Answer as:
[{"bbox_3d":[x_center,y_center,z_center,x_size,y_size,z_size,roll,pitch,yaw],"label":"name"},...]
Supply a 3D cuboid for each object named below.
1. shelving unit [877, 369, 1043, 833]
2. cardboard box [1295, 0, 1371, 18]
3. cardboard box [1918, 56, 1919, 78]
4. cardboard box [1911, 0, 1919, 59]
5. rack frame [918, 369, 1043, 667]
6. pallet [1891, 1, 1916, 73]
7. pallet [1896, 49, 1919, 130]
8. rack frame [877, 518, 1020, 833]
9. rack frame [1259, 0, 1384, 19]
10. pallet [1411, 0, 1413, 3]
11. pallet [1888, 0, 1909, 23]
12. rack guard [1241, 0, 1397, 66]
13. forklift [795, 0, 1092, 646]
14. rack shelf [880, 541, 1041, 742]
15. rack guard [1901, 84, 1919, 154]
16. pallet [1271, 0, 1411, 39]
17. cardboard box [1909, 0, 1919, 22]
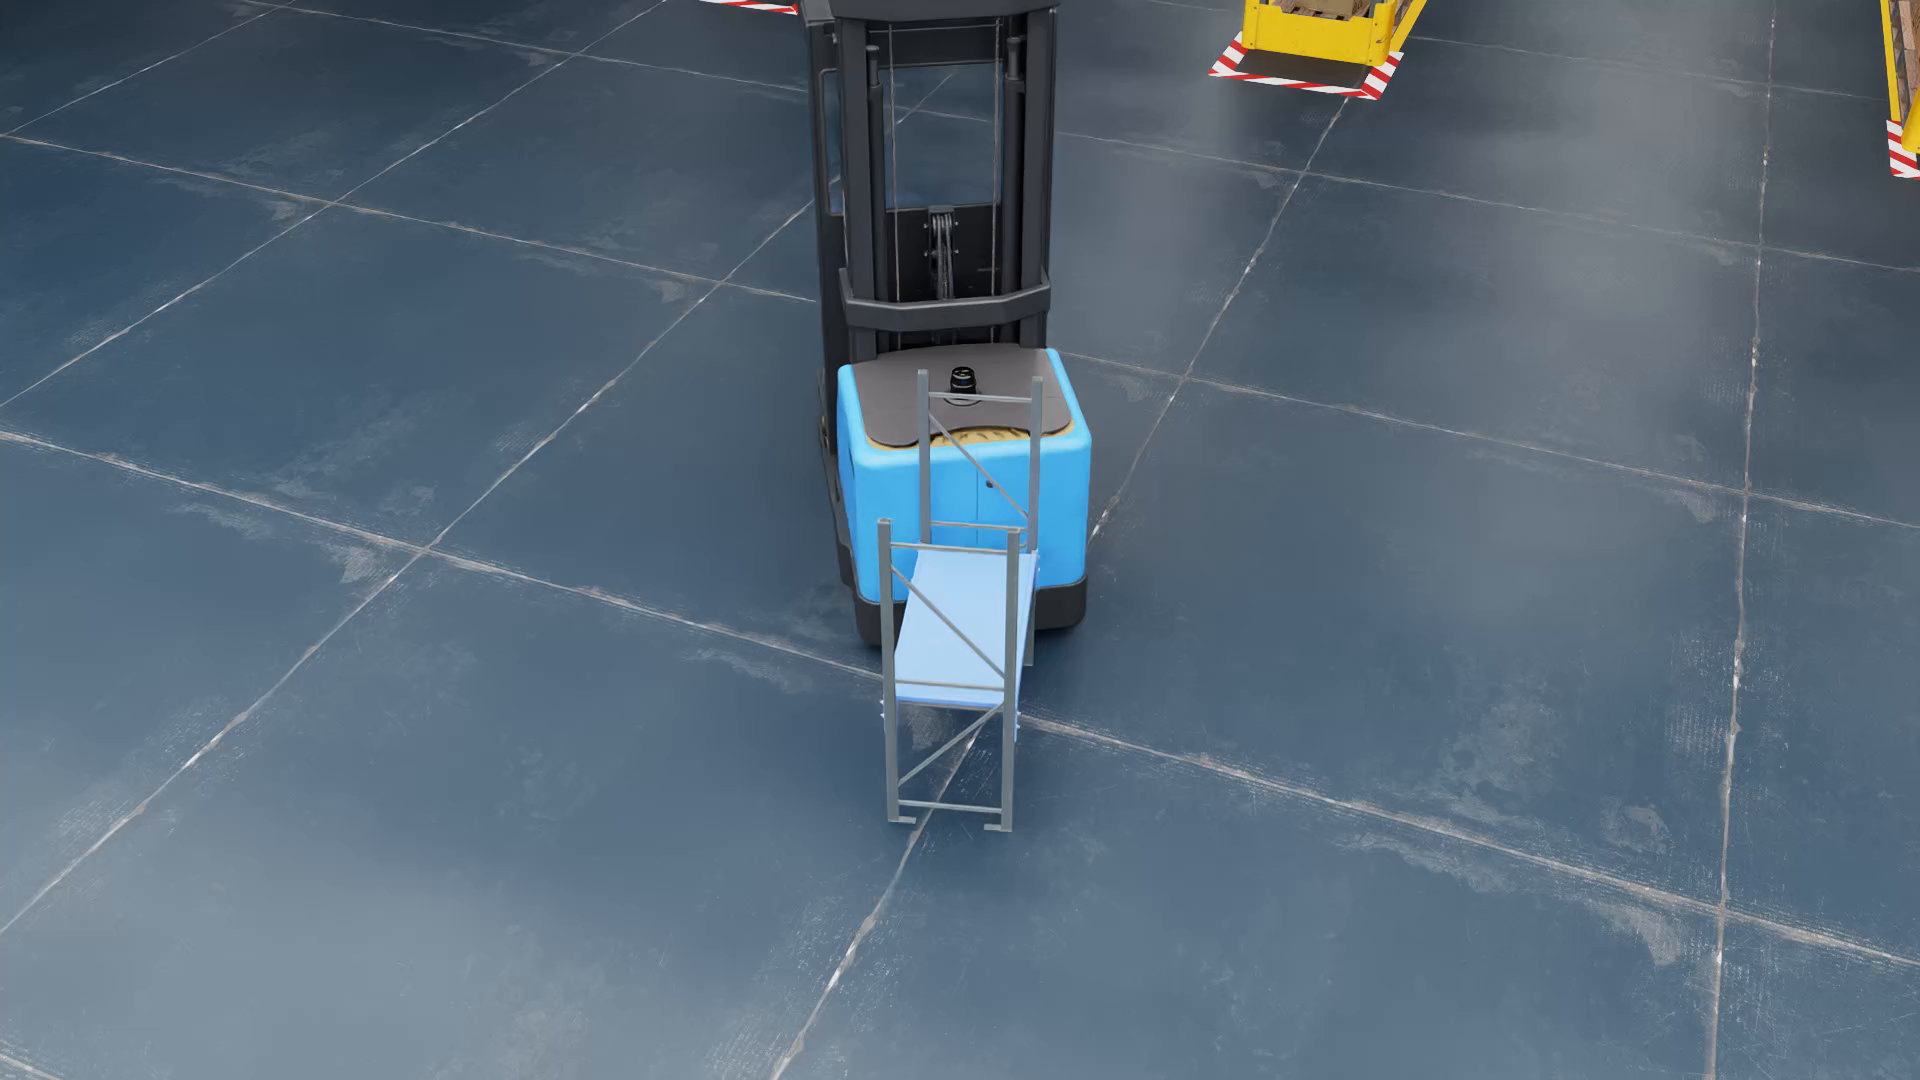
[{"bbox_3d":[0.021,0.247,6.667,0.538,1.500,1.048,4,37,5],"label":"shelving unit"},{"bbox_3d":[3.127,-4.681,13.744,0.500,0.500,0.500,21,42,26],"label":"cardboard box"},{"bbox_3d":[7.619,-3.694,12.110,0.875,0.875,0.875,14,39,18],"label":"cardboard box"},{"bbox_3d":[7.952,-4.181,12.763,0.875,0.875,0.875,13,39,17],"label":"cardboard box"},{"bbox_3d":[0.081,-0.055,7.071,0.500,1.500,0.032,4,37,5],"label":"rack frame"},{"bbox_3d":[8.120,-4.003,13.429,1.003,0.211,1.213,14,39,18],"label":"pallet"},{"bbox_3d":[7.654,-3.330,12.528,1.003,0.211,1.213,14,39,18],"label":"pallet"},{"bbox_3d":[-0.040,0.549,6.263,0.500,1.500,0.032,4,37,5],"label":"rack frame"},{"bbox_3d":[2.873,-5.172,12.664,1.000,3.000,0.127,14,39,18],"label":"rack frame"},{"bbox_3d":[3.710,-5.212,15.047,1.003,0.211,1.213,14,39,18],"label":"pallet"},{"bbox_3d":[8.582,-4.681,14.336,1.003,0.211,1.213,14,39,18],"label":"pallet"},{"bbox_3d":[2.902,-4.213,13.469,1.175,0.500,0.348,14,39,18],"label":"rack guard"},{"bbox_3d":[-0.162,-1.575,7.909,1.130,2.935,3.031,-5,37,-7],"label":"forklift"},{"bbox_3d":[0.021,0.391,6.775,0.538,0.185,1.000,4,37,5],"label":"rack shelf"},{"bbox_3d":[7.413,-2.972,11.808,1.175,0.500,0.348,14,39,18],"label":"rack guard"},{"bbox_3d":[3.244,-4.539,14.146,1.003,0.211,1.213,14,39,18],"label":"pallet"},{"bbox_3d":[8.300,-4.686,13.437,0.875,0.875,0.875,14,39,18],"label":"cardboard box"}]
